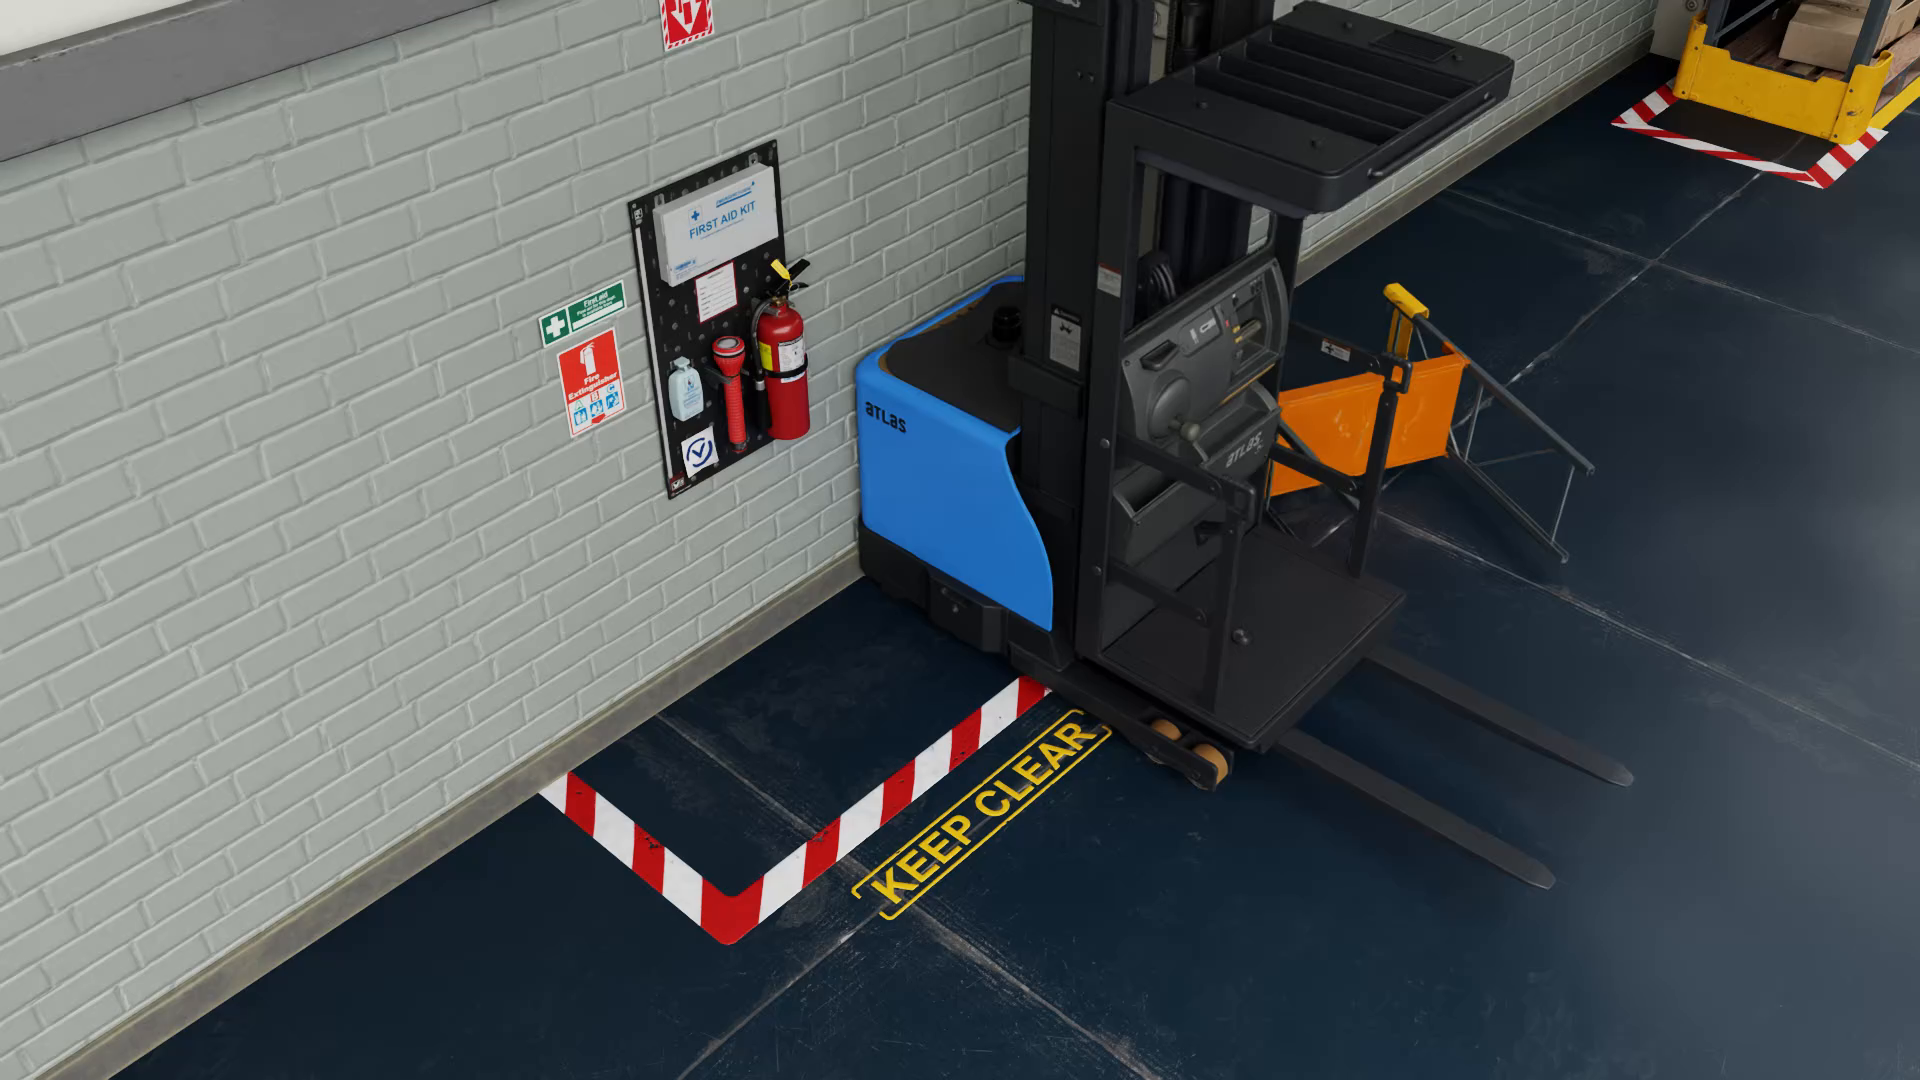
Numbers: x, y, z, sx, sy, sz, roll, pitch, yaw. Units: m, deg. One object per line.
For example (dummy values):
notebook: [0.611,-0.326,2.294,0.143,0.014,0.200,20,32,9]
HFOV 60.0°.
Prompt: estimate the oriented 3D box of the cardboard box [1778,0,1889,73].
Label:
cardboard box: [5.685,-3.304,10.801,0.500,0.311,0.500,24,44,27]

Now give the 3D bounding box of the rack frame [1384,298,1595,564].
rack frame: [2.292,-0.535,7.430,0.032,0.500,1.500,-13,40,-16]

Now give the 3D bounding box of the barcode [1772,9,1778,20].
barcode: [5.402,-3.483,11.020,0.001,0.075,0.075,30,47,32]

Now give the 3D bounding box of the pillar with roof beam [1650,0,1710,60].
pillar with roof beam: [8.163,-5.129,6.470,9.100,9.000,0.400,30,47,32]

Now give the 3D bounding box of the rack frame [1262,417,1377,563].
rack frame: [1.340,-0.312,7.150,0.032,0.500,1.500,-13,40,-16]

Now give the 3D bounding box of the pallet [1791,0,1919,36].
pallet: [6.600,-3.763,11.813,1.003,0.211,1.213,30,47,32]

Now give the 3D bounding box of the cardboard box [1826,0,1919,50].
cardboard box: [6.070,-3.565,11.131,0.500,0.311,0.500,-30,47,-32]

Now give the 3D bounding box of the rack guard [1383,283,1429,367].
rack guard: [2.071,-0.899,7.888,0.087,0.587,0.250,-13,40,-16]

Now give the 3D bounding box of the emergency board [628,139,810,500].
emergency board: [-0.758,-0.713,5.736,0.194,1.169,0.643,30,47,32]

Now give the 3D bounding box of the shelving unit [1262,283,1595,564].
shelving unit: [1.825,-0.426,7.293,1.083,0.587,1.500,-13,40,-16]

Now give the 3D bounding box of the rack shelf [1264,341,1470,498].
rack shelf: [1.753,-0.528,7.422,1.000,0.538,0.185,-13,40,-16]

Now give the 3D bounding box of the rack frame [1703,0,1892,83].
rack frame: [5.152,-3.904,9.749,1.000,3.000,0.127,30,47,32]

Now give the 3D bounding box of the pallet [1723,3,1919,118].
pallet: [5.777,-3.205,11.112,1.003,0.211,1.213,30,47,32]

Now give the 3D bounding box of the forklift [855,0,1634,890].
forklift: [1.017,-0.606,5.657,3.031,2.935,1.130,29,47,31]

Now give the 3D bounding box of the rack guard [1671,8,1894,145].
rack guard: [5.203,-2.960,10.571,1.175,0.500,0.348,30,47,32]

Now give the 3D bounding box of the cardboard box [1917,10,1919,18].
cardboard box: [6.601,-3.955,11.469,0.700,0.500,0.500,27,46,29]

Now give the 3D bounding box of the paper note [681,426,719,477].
paper note: [-0.928,-0.316,5.945,0.016,0.148,0.142,30,47,32]

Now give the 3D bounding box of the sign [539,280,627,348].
sign: [-1.197,-0.722,5.293,0.001,0.109,0.331,30,47,32]

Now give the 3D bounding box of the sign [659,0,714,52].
sign: [-0.837,-1.658,5.063,0.001,0.298,0.199,30,47,32]

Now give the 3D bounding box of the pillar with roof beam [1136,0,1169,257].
pillar with roof beam: [4.115,-2.372,3.003,9.100,9.000,0.400,30,47,32]

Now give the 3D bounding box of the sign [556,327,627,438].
sign: [-1.207,-0.516,5.460,0.001,0.329,0.234,30,47,32]
